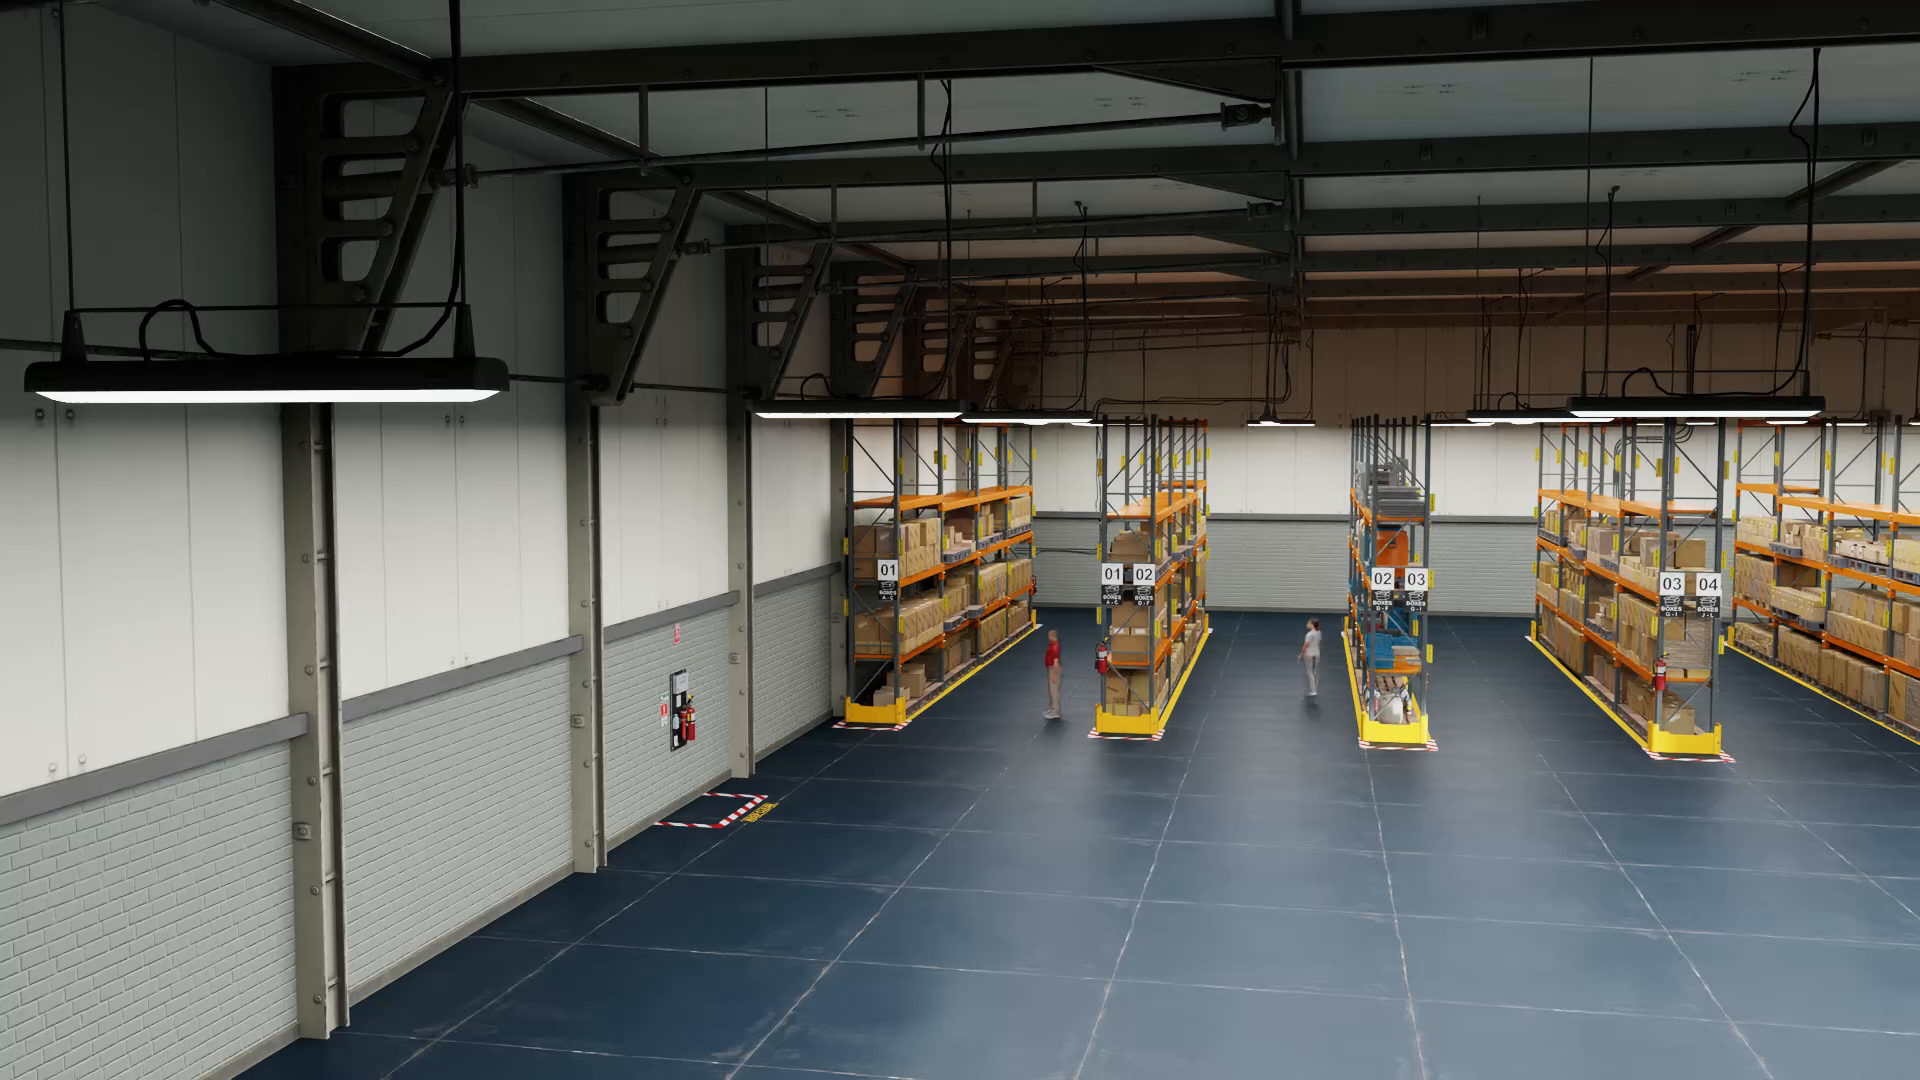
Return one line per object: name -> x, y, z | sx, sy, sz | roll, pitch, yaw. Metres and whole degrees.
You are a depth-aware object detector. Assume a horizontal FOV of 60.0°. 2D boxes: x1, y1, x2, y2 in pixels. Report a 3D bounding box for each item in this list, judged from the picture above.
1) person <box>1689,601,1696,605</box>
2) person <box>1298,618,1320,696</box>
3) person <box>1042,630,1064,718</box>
person -> 19.752, 1.901, 45.042 | 0.622, 1.629, 0.546 | -1, 4, -13
person -> 7.523, 2.528, 35.704 | 0.495, 1.722, 0.530 | -2, 4, -22
person -> 1.851, 2.649, 33.079 | 0.423, 1.733, 0.582 | 0, 4, 4
